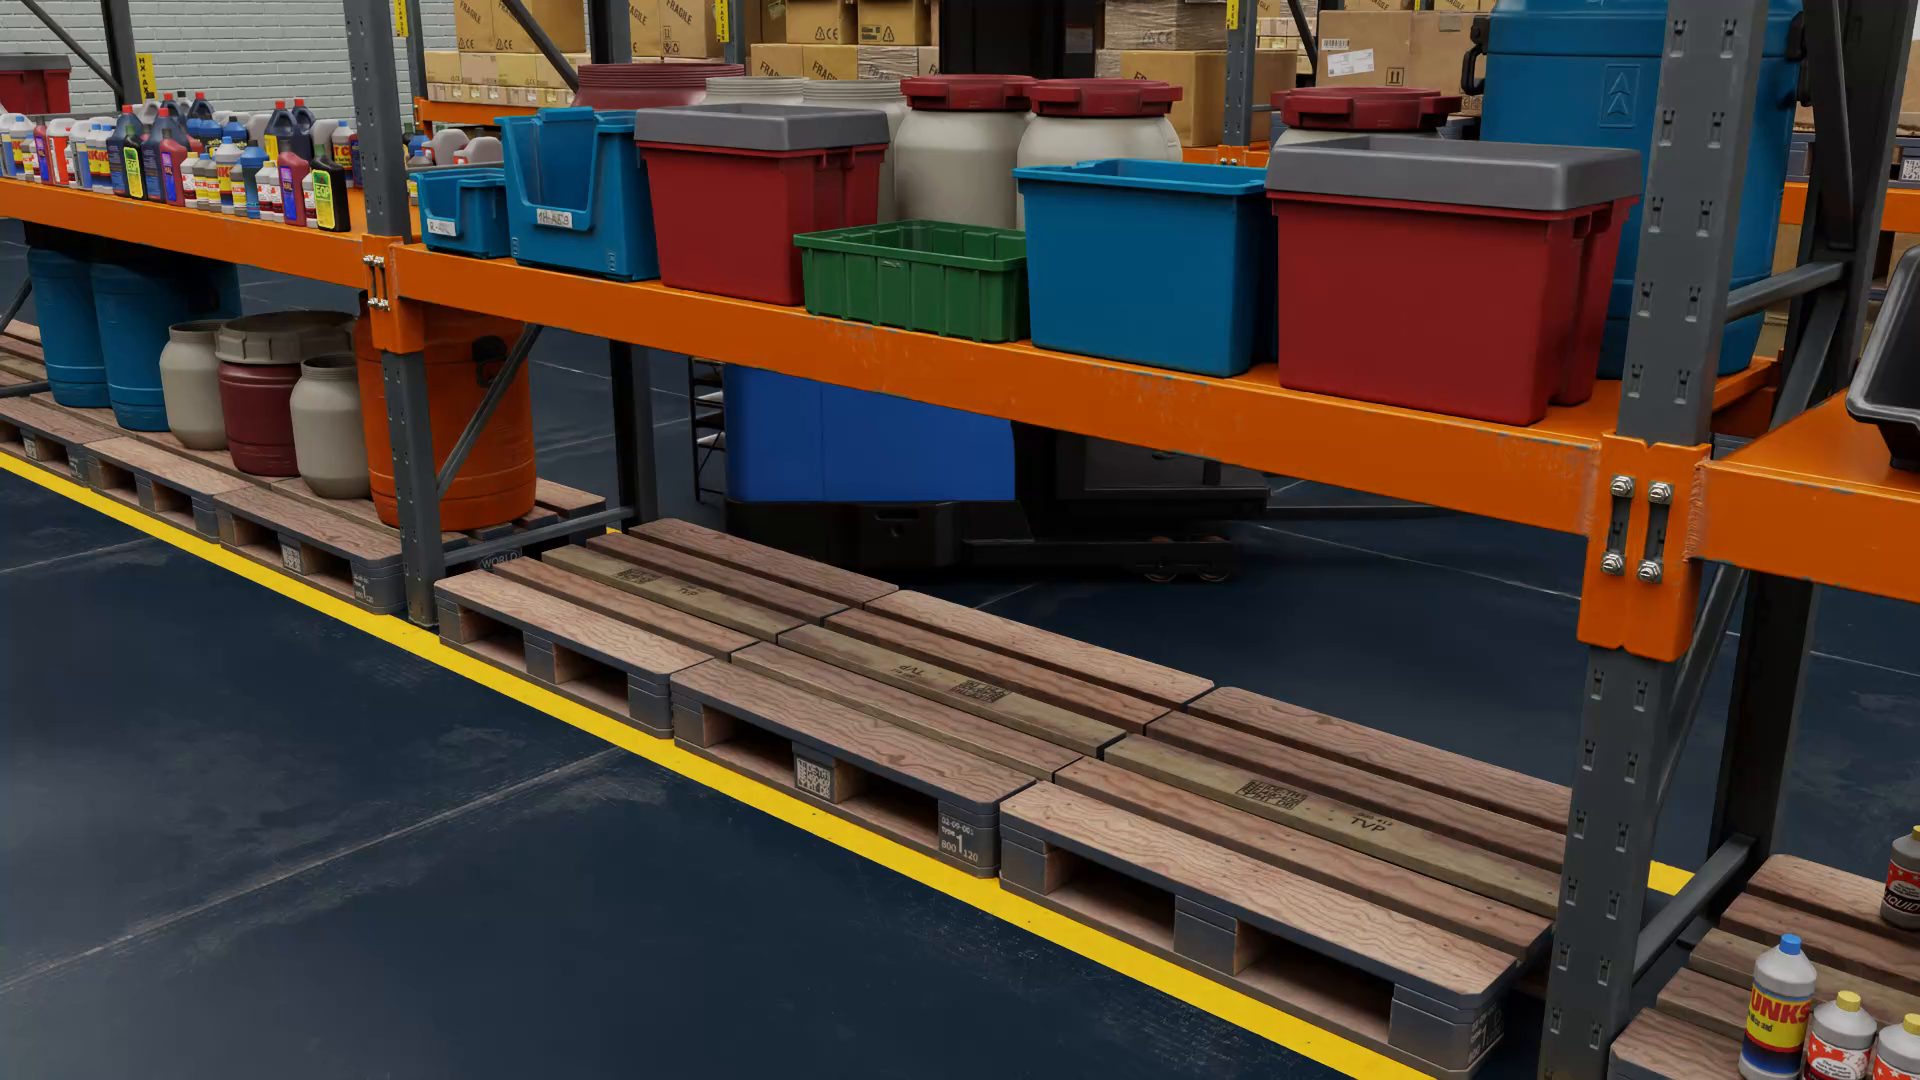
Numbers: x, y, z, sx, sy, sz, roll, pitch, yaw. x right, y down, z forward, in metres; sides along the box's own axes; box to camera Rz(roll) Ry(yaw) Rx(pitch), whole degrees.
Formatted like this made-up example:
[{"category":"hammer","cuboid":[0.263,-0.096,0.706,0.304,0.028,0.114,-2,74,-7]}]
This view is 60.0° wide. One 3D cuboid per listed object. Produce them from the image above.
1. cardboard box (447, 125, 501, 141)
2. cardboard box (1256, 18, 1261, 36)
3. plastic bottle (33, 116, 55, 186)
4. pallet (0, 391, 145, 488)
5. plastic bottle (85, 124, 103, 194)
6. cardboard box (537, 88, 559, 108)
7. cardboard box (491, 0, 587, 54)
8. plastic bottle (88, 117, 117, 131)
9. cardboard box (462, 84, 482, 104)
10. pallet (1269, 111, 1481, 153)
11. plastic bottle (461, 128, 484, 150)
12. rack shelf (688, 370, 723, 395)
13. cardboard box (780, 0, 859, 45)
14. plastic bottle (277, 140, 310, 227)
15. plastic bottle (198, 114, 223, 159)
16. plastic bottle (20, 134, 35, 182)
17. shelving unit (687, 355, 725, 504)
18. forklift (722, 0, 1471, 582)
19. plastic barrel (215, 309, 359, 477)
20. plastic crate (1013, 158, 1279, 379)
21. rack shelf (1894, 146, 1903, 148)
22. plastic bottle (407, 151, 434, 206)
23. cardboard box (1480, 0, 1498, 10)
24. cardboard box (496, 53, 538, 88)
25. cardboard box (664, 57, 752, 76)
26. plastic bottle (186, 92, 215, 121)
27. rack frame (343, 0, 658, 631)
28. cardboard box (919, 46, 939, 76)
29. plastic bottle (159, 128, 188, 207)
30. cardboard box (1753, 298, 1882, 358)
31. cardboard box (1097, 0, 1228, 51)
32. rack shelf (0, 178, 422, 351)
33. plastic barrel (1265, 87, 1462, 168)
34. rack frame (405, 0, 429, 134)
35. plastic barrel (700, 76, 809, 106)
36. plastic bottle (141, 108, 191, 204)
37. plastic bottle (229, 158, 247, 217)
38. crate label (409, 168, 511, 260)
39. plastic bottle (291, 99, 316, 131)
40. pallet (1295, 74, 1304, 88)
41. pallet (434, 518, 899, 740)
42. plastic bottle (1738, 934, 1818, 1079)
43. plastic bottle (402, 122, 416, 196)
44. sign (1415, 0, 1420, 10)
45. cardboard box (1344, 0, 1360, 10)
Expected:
[{"category":"cardboard box","cuboid":[-3.682,-3.051,14.084,0.875,0.875,0.875,15,23,39]},{"category":"cardboard box","cuboid":[2.538,-4.347,14.087,0.250,0.149,0.380,15,23,40]},{"category":"plastic bottle","cuboid":[-3.854,-1.646,7.032,0.133,0.283,0.061,15,23,39]},{"category":"pallet","cuboid":[-3.960,-0.557,8.016,1.213,0.211,1.003,15,23,39]},{"category":"plastic bottle","cuboid":[-3.482,-1.548,6.742,0.097,0.271,0.097,0,18,0]},{"category":"cardboard box","cuboid":[-3.016,-3.400,12.780,0.250,0.149,0.380,14,23,38]},{"category":"cardboard box","cuboid":[-3.269,-4.041,12.902,0.500,0.500,0.500,14,23,38]},{"category":"plastic bottle","cuboid":[-3.623,-1.660,7.089,0.135,0.276,0.152,15,23,39]},{"category":"cardboard box","cuboid":[-3.783,-3.606,13.429,0.250,0.149,0.380,14,23,38]},{"category":"pallet","cuboid":[2.373,-2.157,8.767,1.003,0.211,1.213,15,23,39]},{"category":"plastic bottle","cuboid":[-1.843,-1.428,6.344,0.133,0.283,0.061,15,23,39]},{"category":"rack shelf","cuboid":[-0.976,-0.652,6.987,0.258,0.077,0.200,12,21,34]},{"category":"cardboard box","cuboid":[-0.739,-3.570,11.078,0.637,0.503,0.797,14,23,38]},{"category":"plastic bottle","cuboid":[-2.276,-1.222,5.697,0.133,0.283,0.061,15,23,39]},{"category":"plastic bottle","cuboid":[-3.318,-1.749,7.377,0.097,0.271,0.097,0,18,0]},{"category":"plastic bottle","cuboid":[-4.001,-1.654,7.192,0.097,0.201,0.097,0,18,0]},{"category":"shelving unit","cuboid":[-0.976,-0.598,7.004,0.258,0.900,0.210,12,21,34]},{"category":"forklift","cuboid":[0.638,-1.402,6.184,3.031,2.935,1.130,0,18,-1]},{"category":"plastic barrel","cuboid":[-2.740,-0.619,6.895,0.708,0.588,0.600,15,23,39]},{"category":"plastic crate","cuboid":[0.442,-0.587,3.530,0.575,0.384,0.392,15,23,39]},{"category":"rack shelf","cuboid":[6.633,-2.725,11.428,4.000,0.370,1.077,15,23,39]},{"category":"plastic bottle","cuboid":[-2.042,-1.373,6.308,0.097,0.201,0.097,0,18,0]},{"category":"cardboard box","cuboid":[5.893,-5.688,17.756,0.500,0.500,0.500,15,23,39]},{"category":"cardboard box","cuboid":[-3.267,-3.682,13.011,0.500,0.250,0.500,14,22,37]},{"category":"cardboard box","cuboid":[-1.727,-3.270,11.713,0.500,0.250,0.500,14,23,38]},{"category":"plastic bottle","cuboid":[-3.467,-1.879,7.655,0.185,0.351,0.144,15,23,39]},{"category":"rack frame","cuboid":[-1.518,-1.247,5.582,0.127,3.000,1.000,15,23,39]},{"category":"cardboard box","cuboid":[0.097,-2.765,10.201,0.500,0.500,0.500,16,23,40]},{"category":"plastic bottle","cuboid":[-2.959,-1.405,6.274,0.133,0.283,0.061,15,23,39]},{"category":"cardboard box","cuboid":[3.972,-0.811,7.613,0.500,0.500,0.700,15,23,39]},{"category":"cardboard box","cuboid":[1.234,-3.044,9.420,0.637,0.503,0.797,16,24,41]},{"category":"rack shelf","cuboid":[-3.014,-1.306,6.956,4.000,0.370,1.077,15,23,39]},{"category":"plastic barrel","cuboid":[0.904,-0.750,3.792,0.433,0.535,0.433,0,18,0]},{"category":"rack frame","cuboid":[-4.214,-3.974,14.174,0.127,3.000,1.000,15,23,39]},{"category":"plastic barrel","cuboid":[-0.607,-1.142,5.066,0.421,0.512,0.421,0,18,0]},{"category":"plastic bottle","cuboid":[-3.050,-1.479,6.394,0.185,0.351,0.144,15,23,39]},{"category":"plastic bottle","cuboid":[-2.569,-1.269,5.980,0.097,0.201,0.097,0,18,0]},{"category":"crate label","cuboid":[-1.452,-0.998,5.073,0.416,0.233,0.303,15,23,39]},{"category":"plastic bottle","cuboid":[-2.781,-1.695,7.075,0.185,0.351,0.144,15,23,39]},{"category":"pallet","cuboid":[2.621,-3.995,14.557,1.213,0.211,1.003,15,23,39]},{"category":"pallet","cuboid":[-0.964,0.247,5.486,1.213,0.211,1.003,15,23,39]},{"category":"plastic bottle","cuboid":[1.421,0.810,2.883,0.097,0.271,0.097,0,18,0]},{"category":"plastic bottle","cuboid":[-2.216,-1.528,6.660,0.133,0.283,0.061,15,23,39]},{"category":"sign","cuboid":[4.989,-5.737,18.169,0.005,0.325,0.100,15,23,39]},{"category":"cardboard box","cuboid":[4.445,-6.073,18.970,0.500,0.500,0.500,15,23,38]}]
